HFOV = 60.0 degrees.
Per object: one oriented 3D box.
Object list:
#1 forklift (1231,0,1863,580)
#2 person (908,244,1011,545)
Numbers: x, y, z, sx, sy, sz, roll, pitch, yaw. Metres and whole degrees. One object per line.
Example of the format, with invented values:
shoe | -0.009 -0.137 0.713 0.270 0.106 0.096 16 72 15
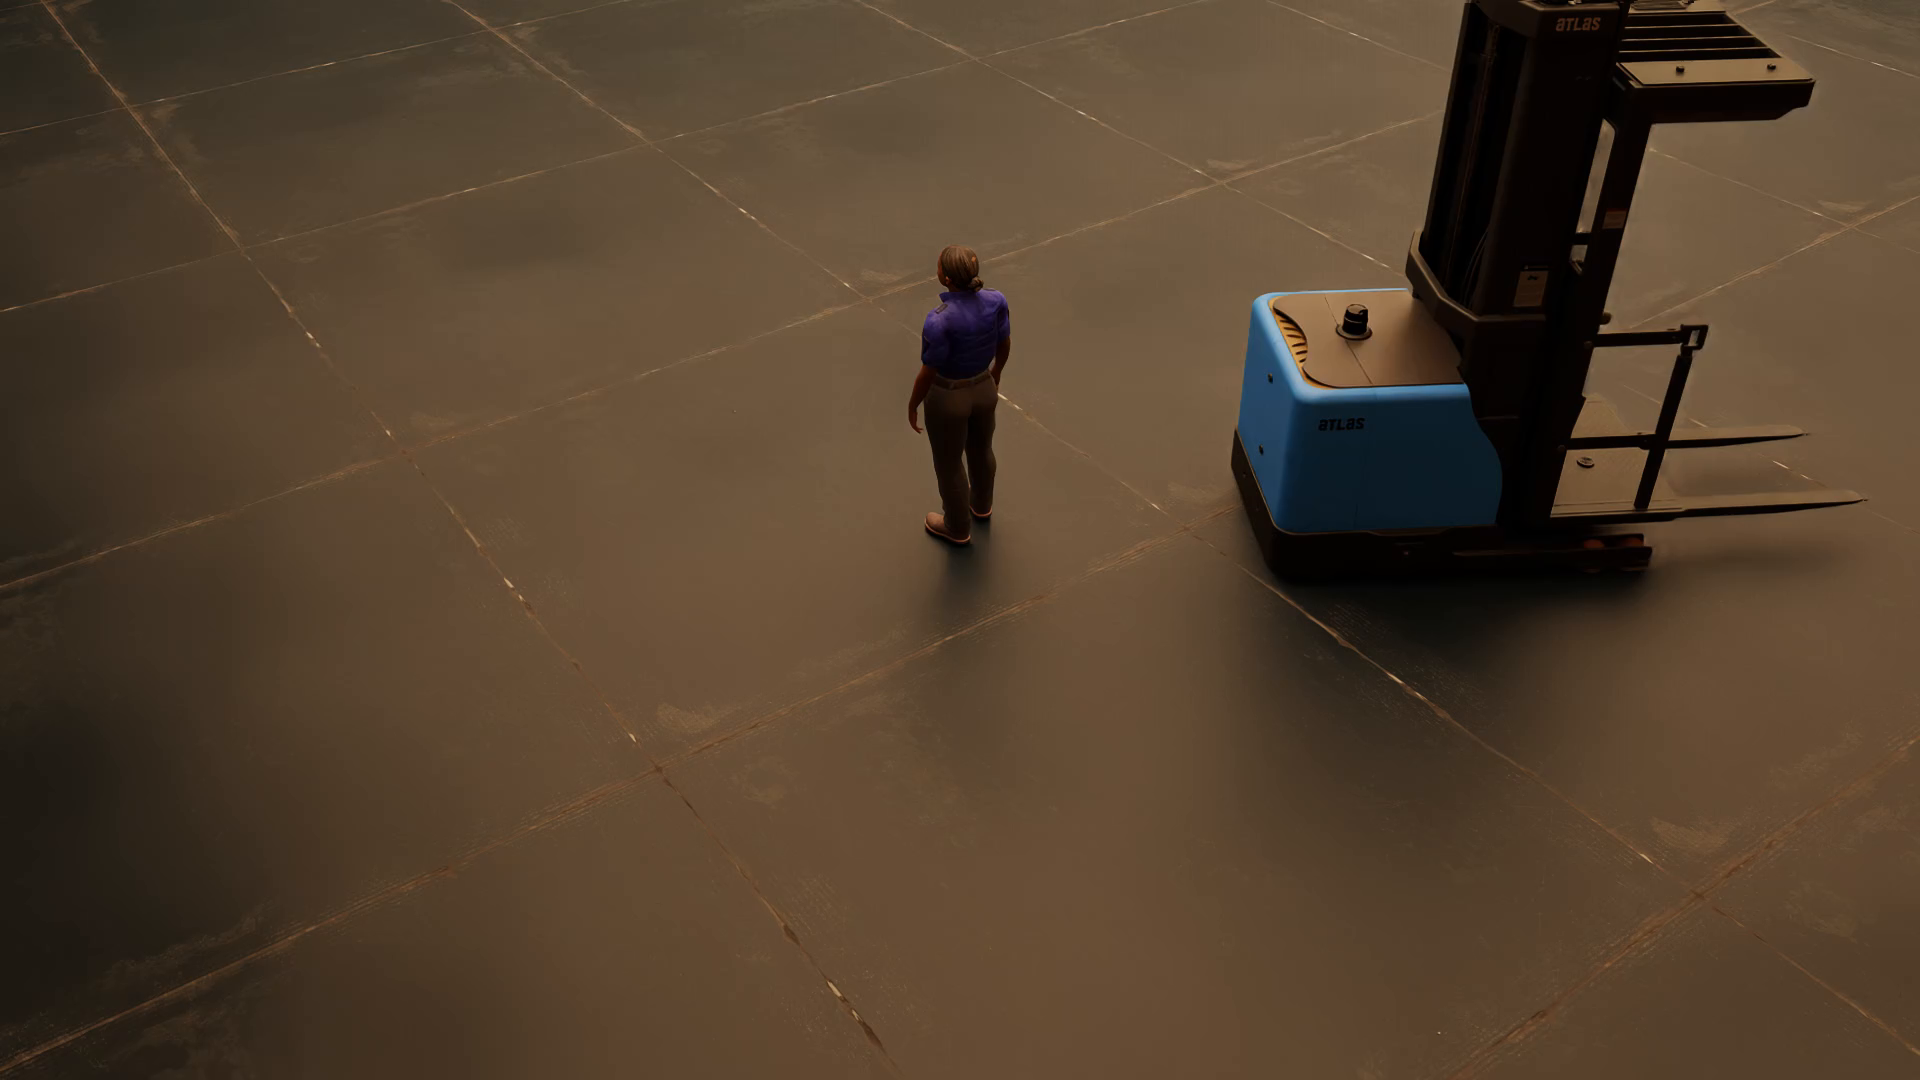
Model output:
forklift | 2.980 -1.328 7.741 3.031 2.935 1.130 -3 37 -4
person | -0.035 -0.721 7.980 0.569 1.656 0.503 -23 42 -28
